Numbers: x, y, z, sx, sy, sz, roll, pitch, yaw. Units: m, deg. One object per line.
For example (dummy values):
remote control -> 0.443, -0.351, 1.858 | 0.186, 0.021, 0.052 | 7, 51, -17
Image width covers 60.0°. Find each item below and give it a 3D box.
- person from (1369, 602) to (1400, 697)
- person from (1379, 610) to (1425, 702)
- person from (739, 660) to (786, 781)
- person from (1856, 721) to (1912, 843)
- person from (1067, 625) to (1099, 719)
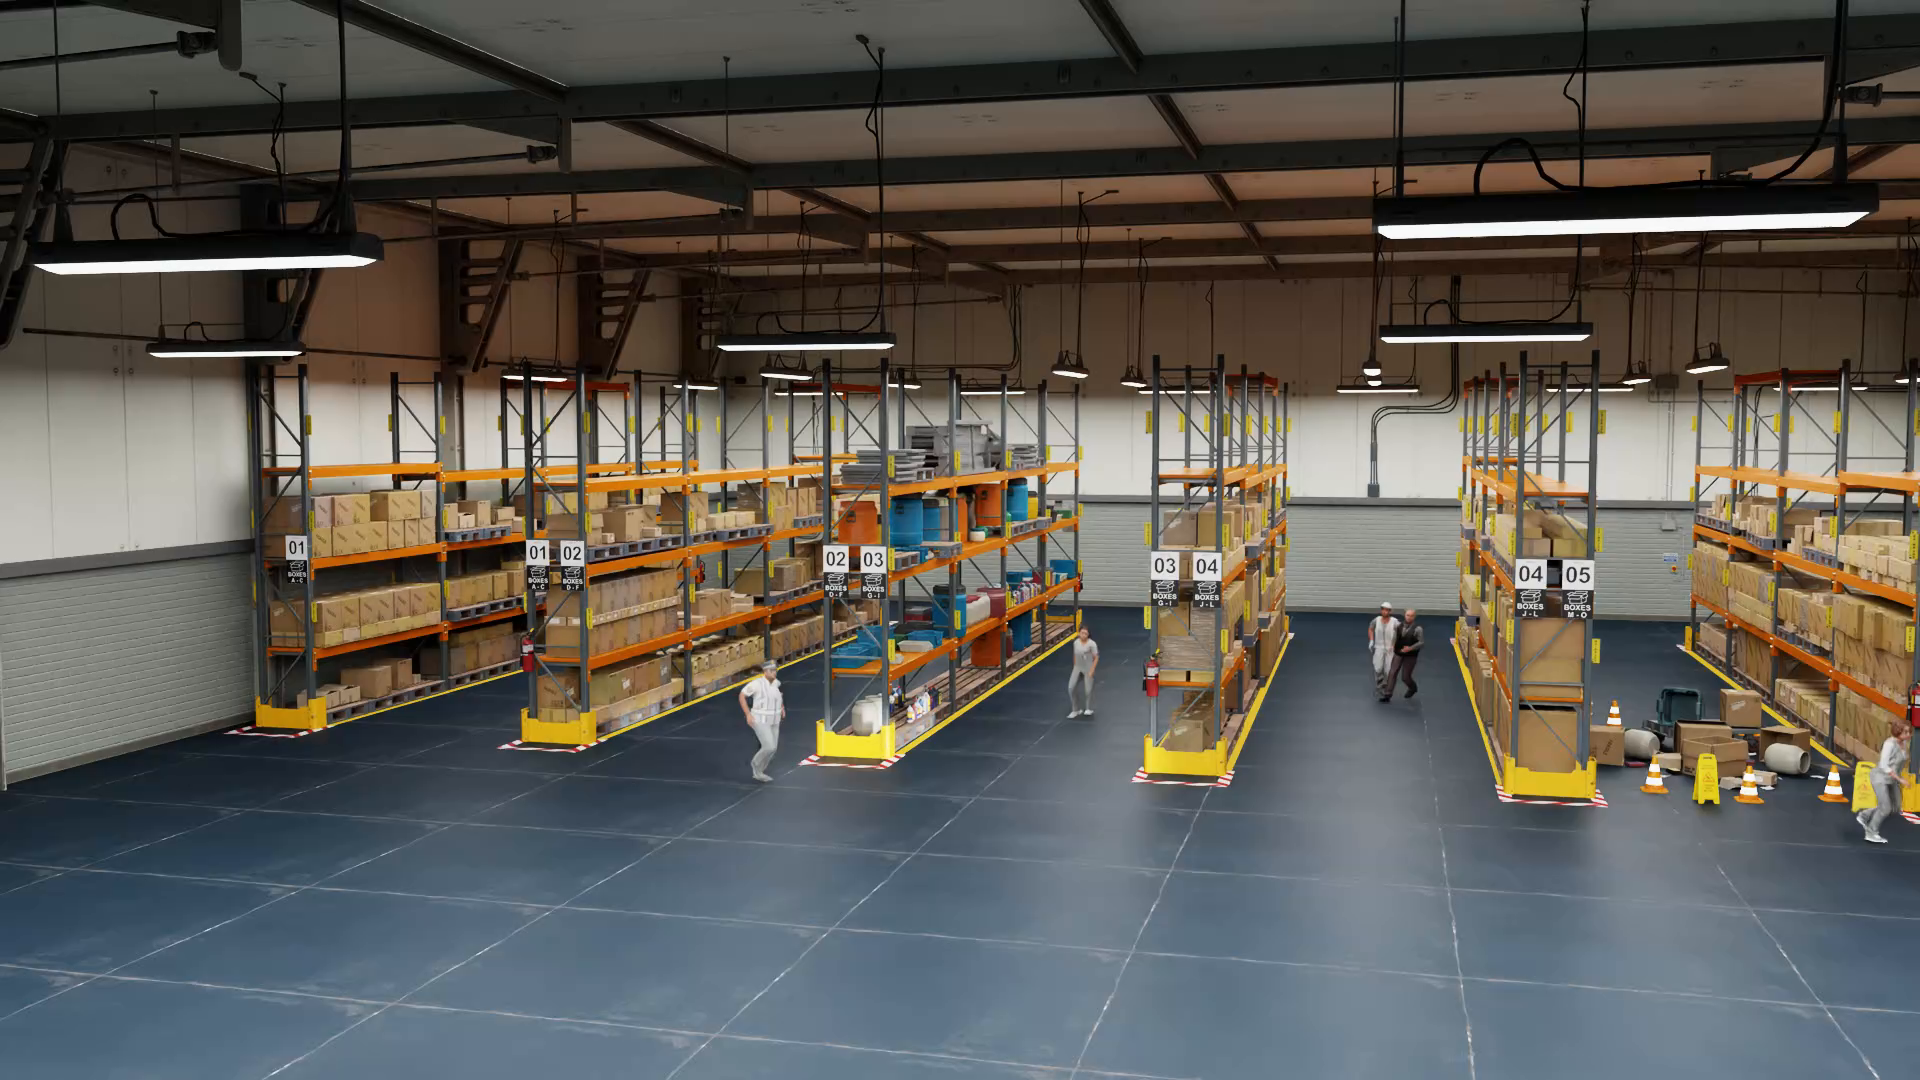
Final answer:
person -> 7.790, 2.018, 30.418 | 0.642, 1.756, 0.647 | 1, 4, 16
person -> 7.993, 2.074, 29.781 | 0.690, 1.666, 0.974 | 4, 5, 44
person -> -2.726, 2.529, 23.277 | 0.559, 1.733, 0.712 | 4, 5, 44
person -> 11.036, 2.877, 19.848 | 0.522, 1.516, 0.700 | -3, 5, -33
person -> 2.157, 2.239, 28.480 | 0.534, 1.629, 0.752 | 2, 4, 22
